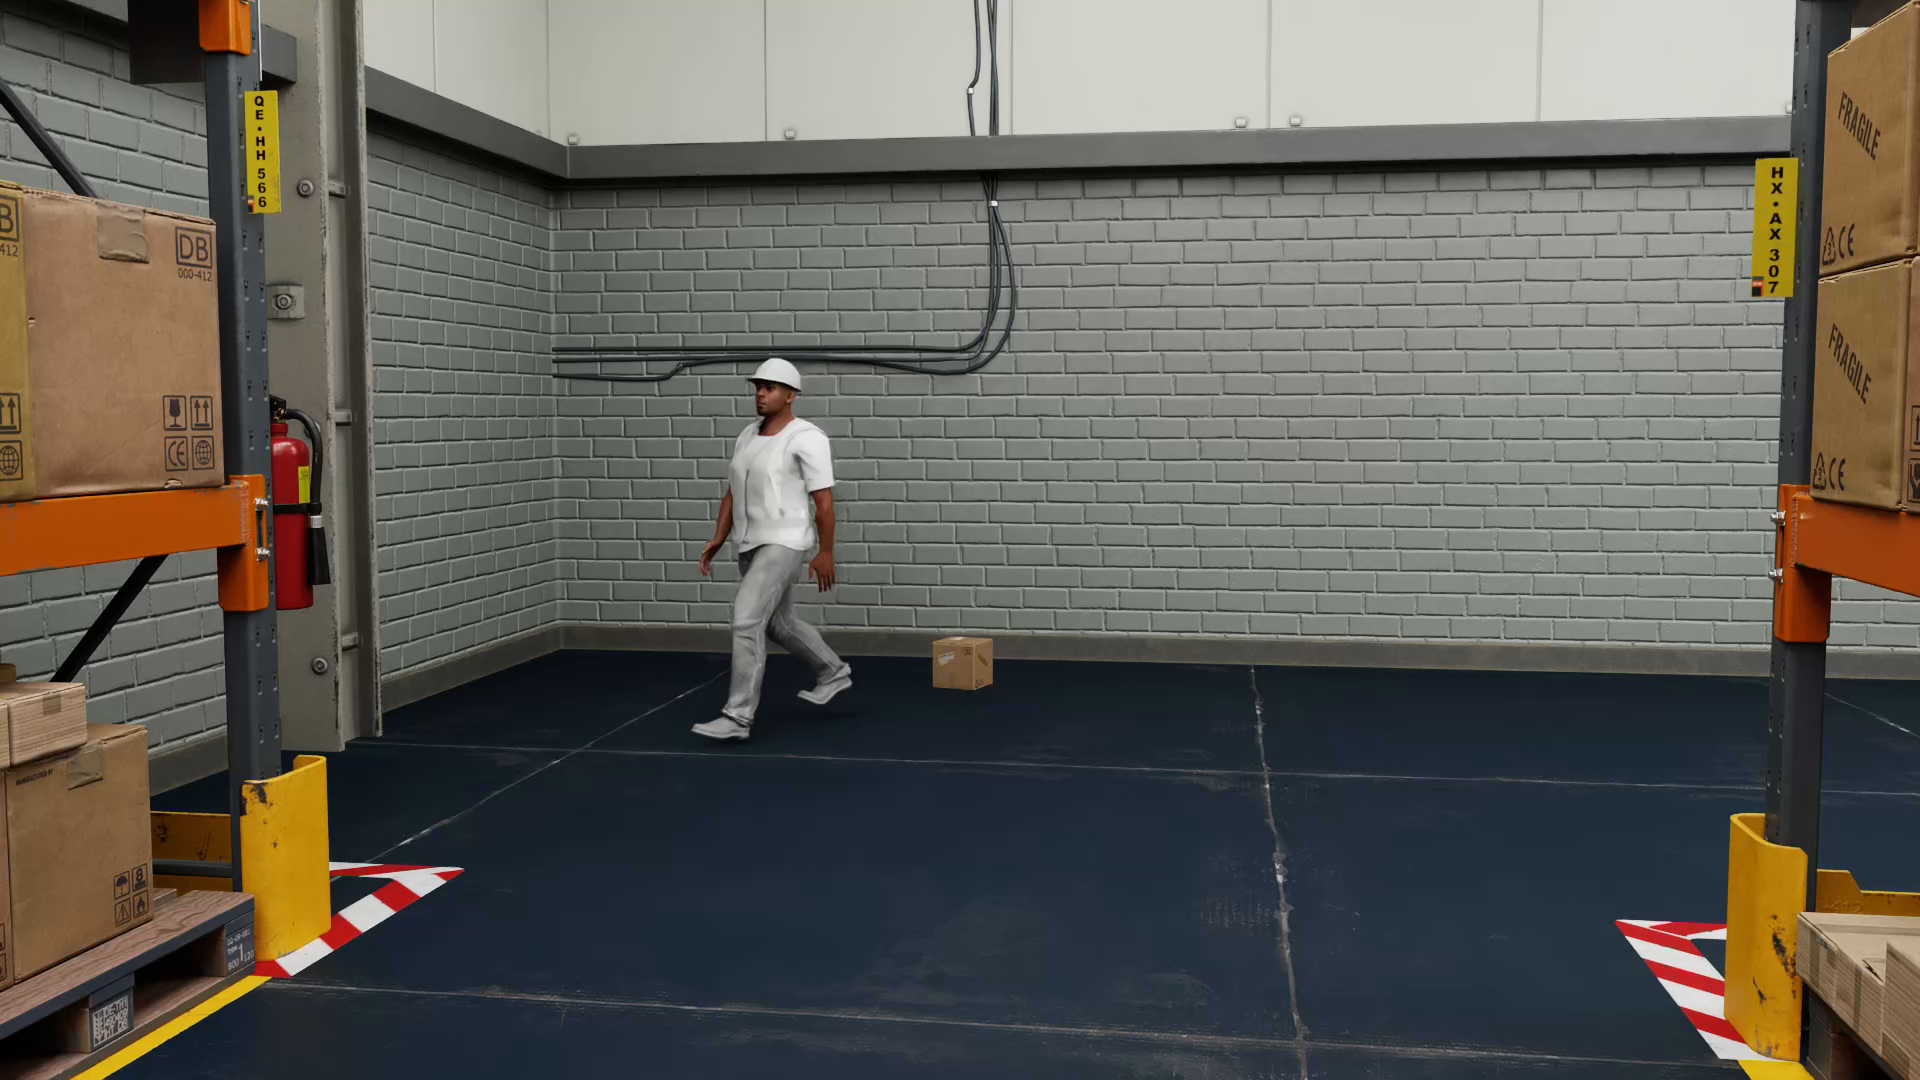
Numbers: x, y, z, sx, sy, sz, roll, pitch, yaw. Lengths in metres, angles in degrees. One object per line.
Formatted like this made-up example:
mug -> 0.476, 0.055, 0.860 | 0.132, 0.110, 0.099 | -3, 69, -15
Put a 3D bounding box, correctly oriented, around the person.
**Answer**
person -> -0.872, 0.024, 7.707 | 1.041, 1.724, 0.564 | -4, 6, -43
